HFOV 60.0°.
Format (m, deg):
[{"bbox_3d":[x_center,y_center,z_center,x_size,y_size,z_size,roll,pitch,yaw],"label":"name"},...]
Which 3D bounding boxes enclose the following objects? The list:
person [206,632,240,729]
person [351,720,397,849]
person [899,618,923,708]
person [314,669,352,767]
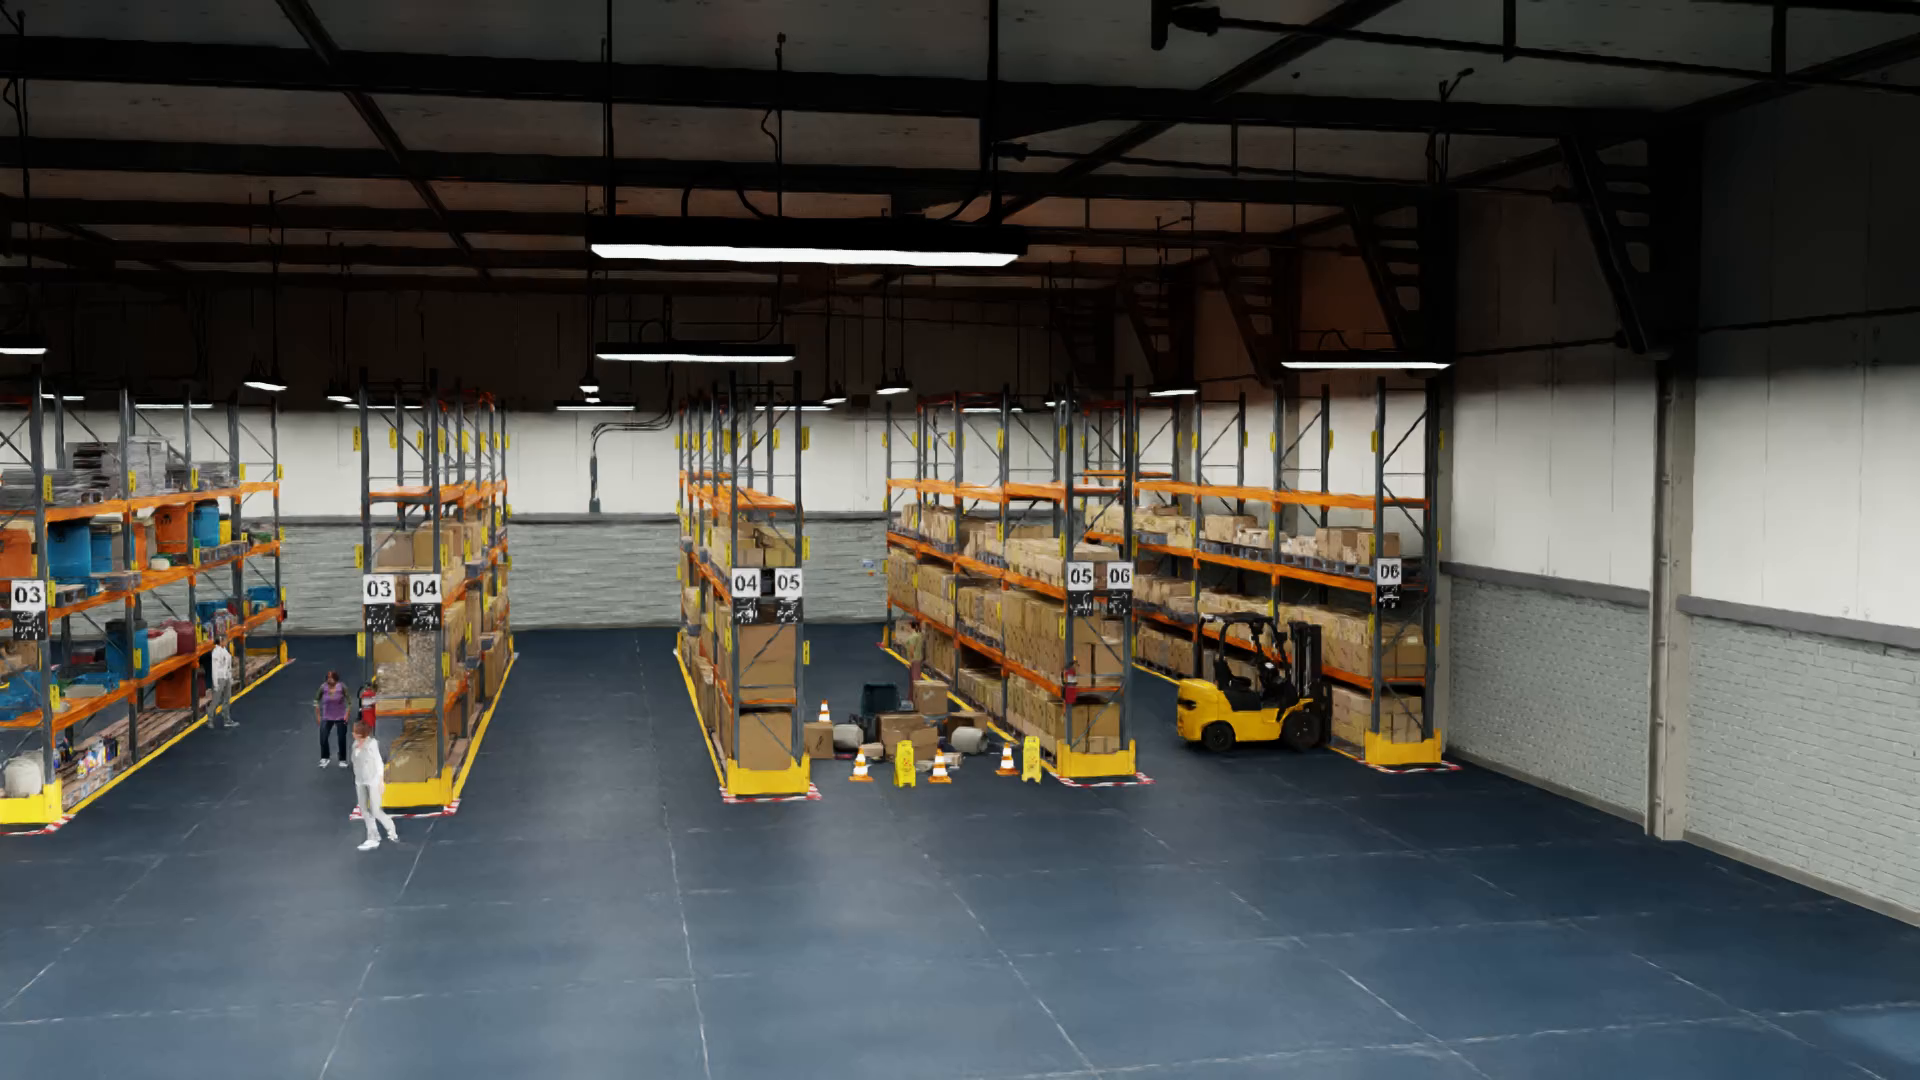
[{"bbox_3d":[-12.888,2.439,28.977,0.452,1.676,0.602,0,3,-4],"label":"person"},{"bbox_3d":[-7.226,2.993,20.498,0.474,1.588,0.501,2,4,26],"label":"person"},{"bbox_3d":[-0.895,2.291,31.266,0.564,1.666,0.560,1,3,11],"label":"person"},{"bbox_3d":[-9.587,2.740,25.446,0.566,1.508,0.519,-1,4,-14],"label":"person"}]
